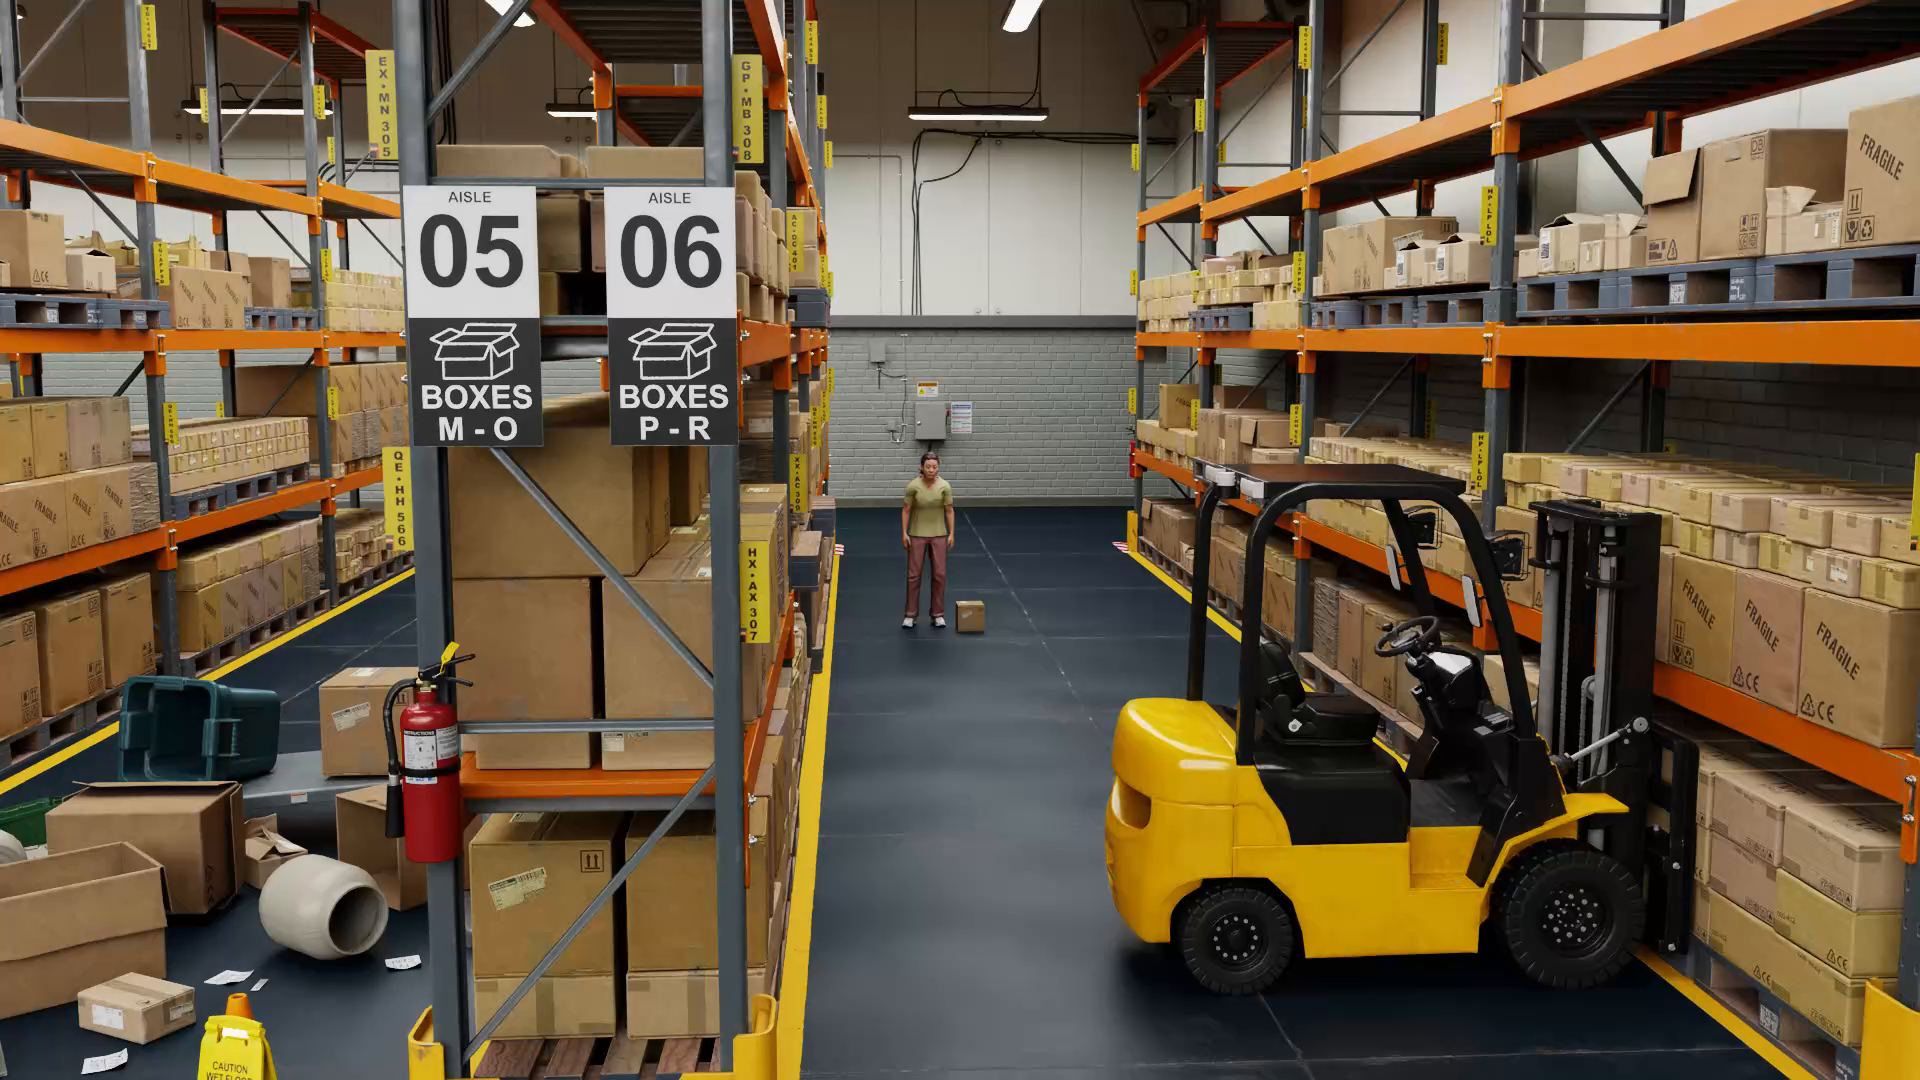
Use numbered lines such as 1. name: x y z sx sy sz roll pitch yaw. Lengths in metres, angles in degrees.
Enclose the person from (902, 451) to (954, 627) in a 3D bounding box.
1. person: -0.304 -0.012 15.871 0.513 1.668 0.347 -1 7 -6
